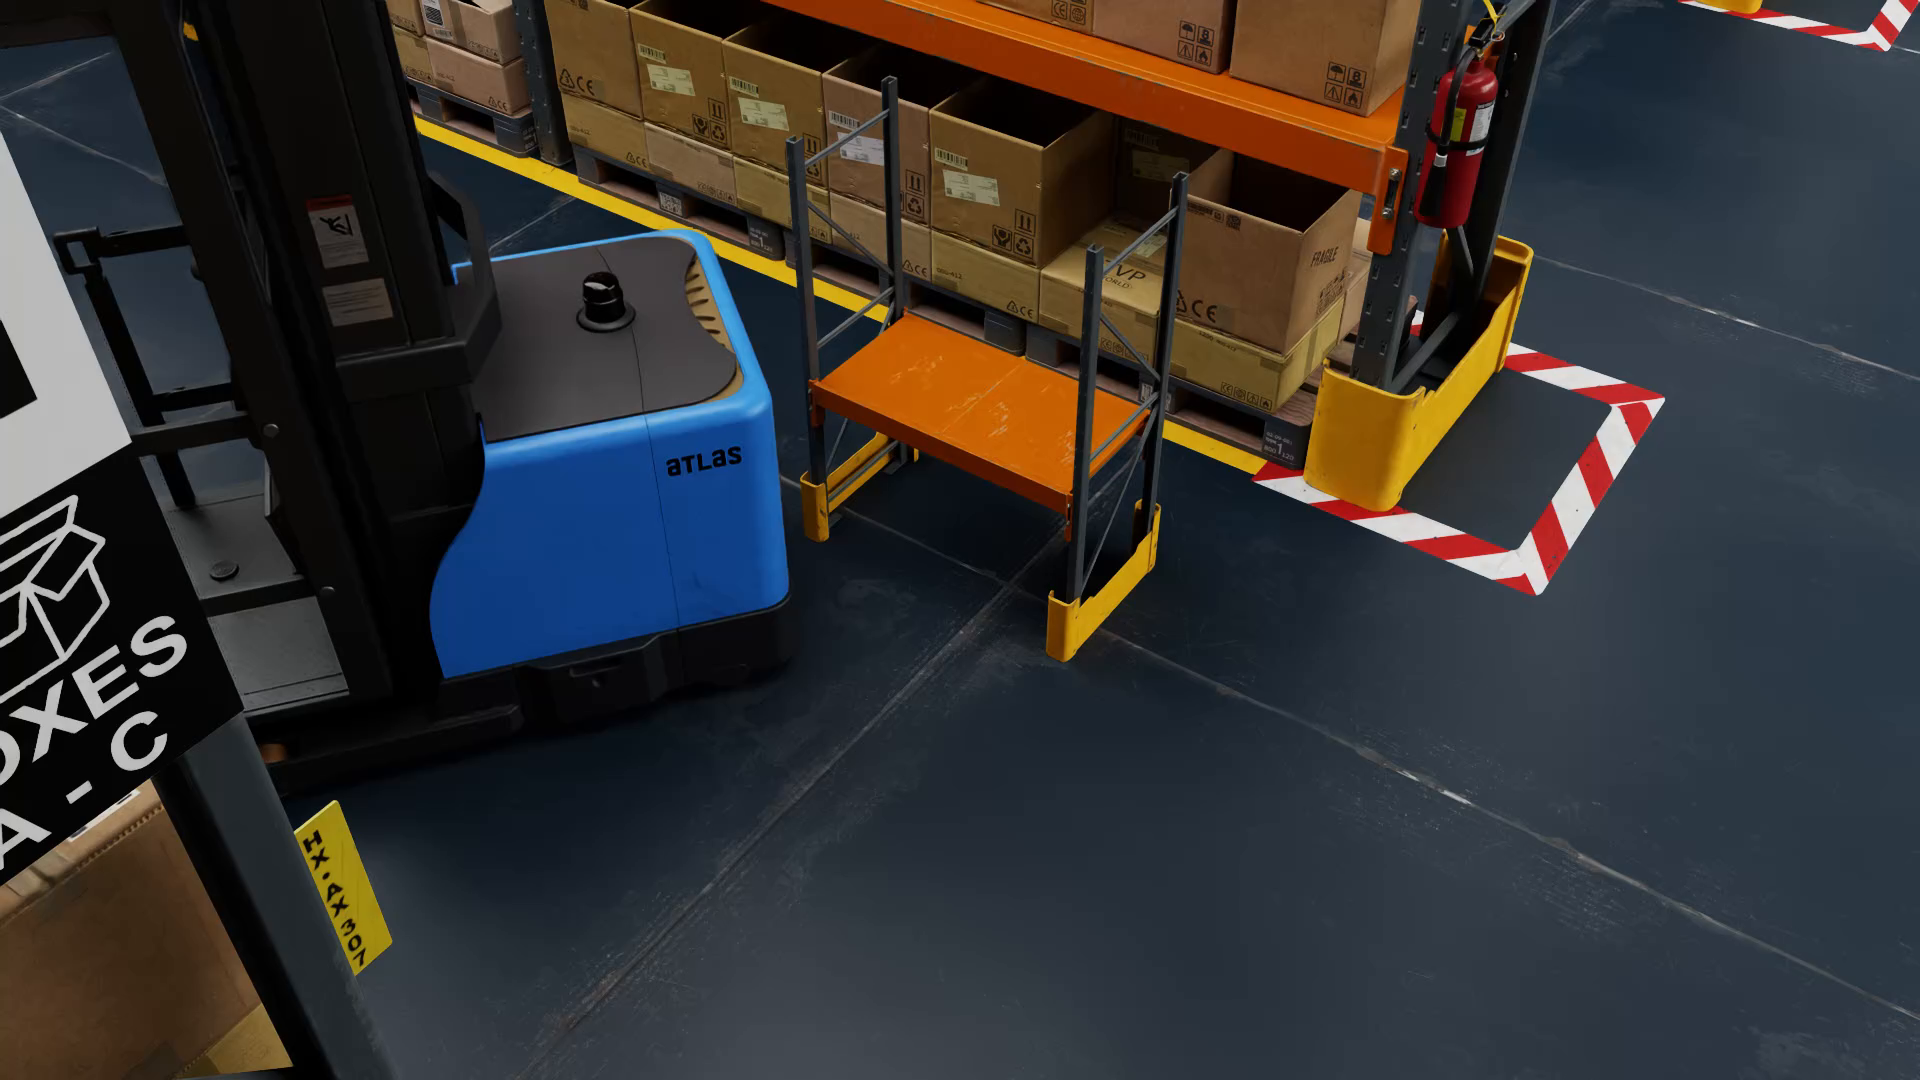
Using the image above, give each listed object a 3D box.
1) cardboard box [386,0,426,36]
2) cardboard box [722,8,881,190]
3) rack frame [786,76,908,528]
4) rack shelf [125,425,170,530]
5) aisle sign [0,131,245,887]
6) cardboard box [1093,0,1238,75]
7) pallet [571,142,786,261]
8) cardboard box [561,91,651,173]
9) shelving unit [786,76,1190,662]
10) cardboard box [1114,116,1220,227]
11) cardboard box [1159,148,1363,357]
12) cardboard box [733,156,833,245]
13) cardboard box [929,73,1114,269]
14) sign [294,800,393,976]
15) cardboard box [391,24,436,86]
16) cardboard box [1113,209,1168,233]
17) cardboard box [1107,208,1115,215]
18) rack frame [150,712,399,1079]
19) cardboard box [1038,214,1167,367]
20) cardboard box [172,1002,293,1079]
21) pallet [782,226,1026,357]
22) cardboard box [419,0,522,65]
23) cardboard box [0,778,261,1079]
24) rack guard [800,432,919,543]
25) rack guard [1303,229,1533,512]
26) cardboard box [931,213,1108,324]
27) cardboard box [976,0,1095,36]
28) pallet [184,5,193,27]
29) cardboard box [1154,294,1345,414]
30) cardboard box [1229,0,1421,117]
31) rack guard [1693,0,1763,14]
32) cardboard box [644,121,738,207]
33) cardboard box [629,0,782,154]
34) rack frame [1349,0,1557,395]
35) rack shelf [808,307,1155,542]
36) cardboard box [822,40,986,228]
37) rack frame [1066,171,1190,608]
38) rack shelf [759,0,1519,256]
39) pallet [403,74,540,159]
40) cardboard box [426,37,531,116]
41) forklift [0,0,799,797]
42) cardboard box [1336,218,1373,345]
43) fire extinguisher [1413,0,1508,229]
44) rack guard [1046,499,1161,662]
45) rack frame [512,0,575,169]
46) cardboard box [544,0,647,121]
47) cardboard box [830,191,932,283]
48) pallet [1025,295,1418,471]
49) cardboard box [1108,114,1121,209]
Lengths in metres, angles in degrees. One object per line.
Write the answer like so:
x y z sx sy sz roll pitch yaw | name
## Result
-2.532 -2.659 7.798 0.500 0.311 0.500 26 48 26 | cardboard box
-0.587 -1.804 6.701 0.500 0.500 0.500 25 48 25 | cardboard box
-0.346 -0.721 5.431 0.032 1.500 0.500 25 48 25 | rack frame
-2.810 -0.502 2.351 4.000 0.370 1.077 25 48 25 | rack shelf
-0.941 0.009 1.541 0.004 0.787 0.394 25 48 25 | aisle sign
0.861 -2.014 5.676 0.500 0.500 0.700 26 48 26 | cardboard box
-0.979 -1.757 7.555 1.213 0.211 1.003 25 48 25 | pallet
-1.401 -1.912 7.385 0.500 0.250 0.500 25 48 25 | cardboard box
0.062 -0.530 5.217 1.083 1.500 0.587 25 48 25 | shelving unit
0.947 -1.521 6.385 0.500 0.500 0.500 25 48 25 | cardboard box
1.059 -1.046 5.854 0.500 0.500 0.500 25 48 25 | cardboard box
-0.588 -1.524 6.951 0.500 0.250 0.500 25 48 25 | cardboard box
0.232 -1.421 6.273 0.500 0.500 0.500 25 48 25 | cardboard box
-0.861 0.495 2.298 0.005 0.325 0.100 25 48 25 | sign
-2.525 -2.451 7.986 0.500 0.250 0.500 24 47 25 | cardboard box
0.946 -1.240 6.634 0.500 0.250 0.500 25 48 25 | cardboard box
0.537 -1.432 6.848 0.500 0.250 0.500 25 48 25 | cardboard box
-1.173 1.114 2.256 0.127 3.000 1.000 25 48 25 | rack frame
0.644 -0.953 6.312 0.500 0.250 0.500 25 48 25 | cardboard box
-1.390 0.802 2.702 0.500 0.250 0.500 24 47 24 | cardboard box
0.024 -1.290 7.034 1.213 0.211 1.003 25 48 25 | pallet
-2.102 -2.463 7.580 0.500 0.311 0.500 25 48 25 | cardboard box
-1.391 0.536 2.437 0.500 0.500 0.500 25 48 25 | cardboard box
-0.345 -0.255 5.847 0.087 0.250 0.587 25 48 25 | rack guard
1.688 -0.651 6.103 0.348 0.500 1.175 25 48 25 | rack guard
0.233 -1.143 6.525 0.500 0.250 0.500 25 48 25 | cardboard box
0.458 -2.207 5.892 0.500 0.500 0.700 25 48 26 | cardboard box
-4.229 -3.279 9.257 1.213 0.211 1.003 25 48 25 | pallet
1.060 -0.768 6.106 0.500 0.250 0.500 25 48 25 | cardboard box
1.294 -1.815 5.454 0.500 0.500 0.700 25 48 25 | cardboard box
4.427 -3.367 9.138 0.348 0.500 1.175 25 48 25 | rack guard
-0.994 -1.718 7.168 0.500 0.250 0.500 25 48 25 | cardboard box
-0.992 -1.999 6.920 0.500 0.500 0.500 25 48 25 | cardboard box
1.669 -1.592 5.280 0.127 3.000 1.000 25 48 25 | rack frame
0.070 -0.392 5.333 1.000 0.185 0.538 25 48 25 | rack shelf
-0.177 -1.613 6.488 0.500 0.500 0.500 25 48 25 | cardboard box
0.486 -0.332 4.996 0.032 1.500 0.500 25 48 25 | rack frame
0.031 -2.090 6.375 4.000 0.370 1.077 25 48 25 | rack shelf
-2.232 -2.345 8.213 1.213 0.211 1.003 25 48 25 | pallet
-2.112 -2.256 7.769 0.500 0.250 0.500 25 47 25 | cardboard box
-2.087 -0.688 4.321 3.031 2.935 1.130 -12 43 -13 | forklift
1.357 -1.051 6.422 0.500 0.250 0.500 25 48 25 | cardboard box
1.499 -1.264 4.972 0.183 0.674 0.296 25 48 25 | fire extinguisher
0.470 0.127 5.421 0.087 0.250 0.587 25 48 25 | rack guard
-1.606 -3.124 6.991 0.127 3.000 1.000 25 48 25 | rack frame
-1.406 -2.186 7.129 0.500 0.500 0.500 25 48 25 | cardboard box
-0.175 -1.336 6.740 0.500 0.250 0.500 25 48 25 | cardboard box
1.019 -0.823 6.511 1.213 0.211 1.003 25 48 25 | pallet
0.530 -1.705 6.591 0.500 0.500 0.500 25 48 25 | cardboard box
